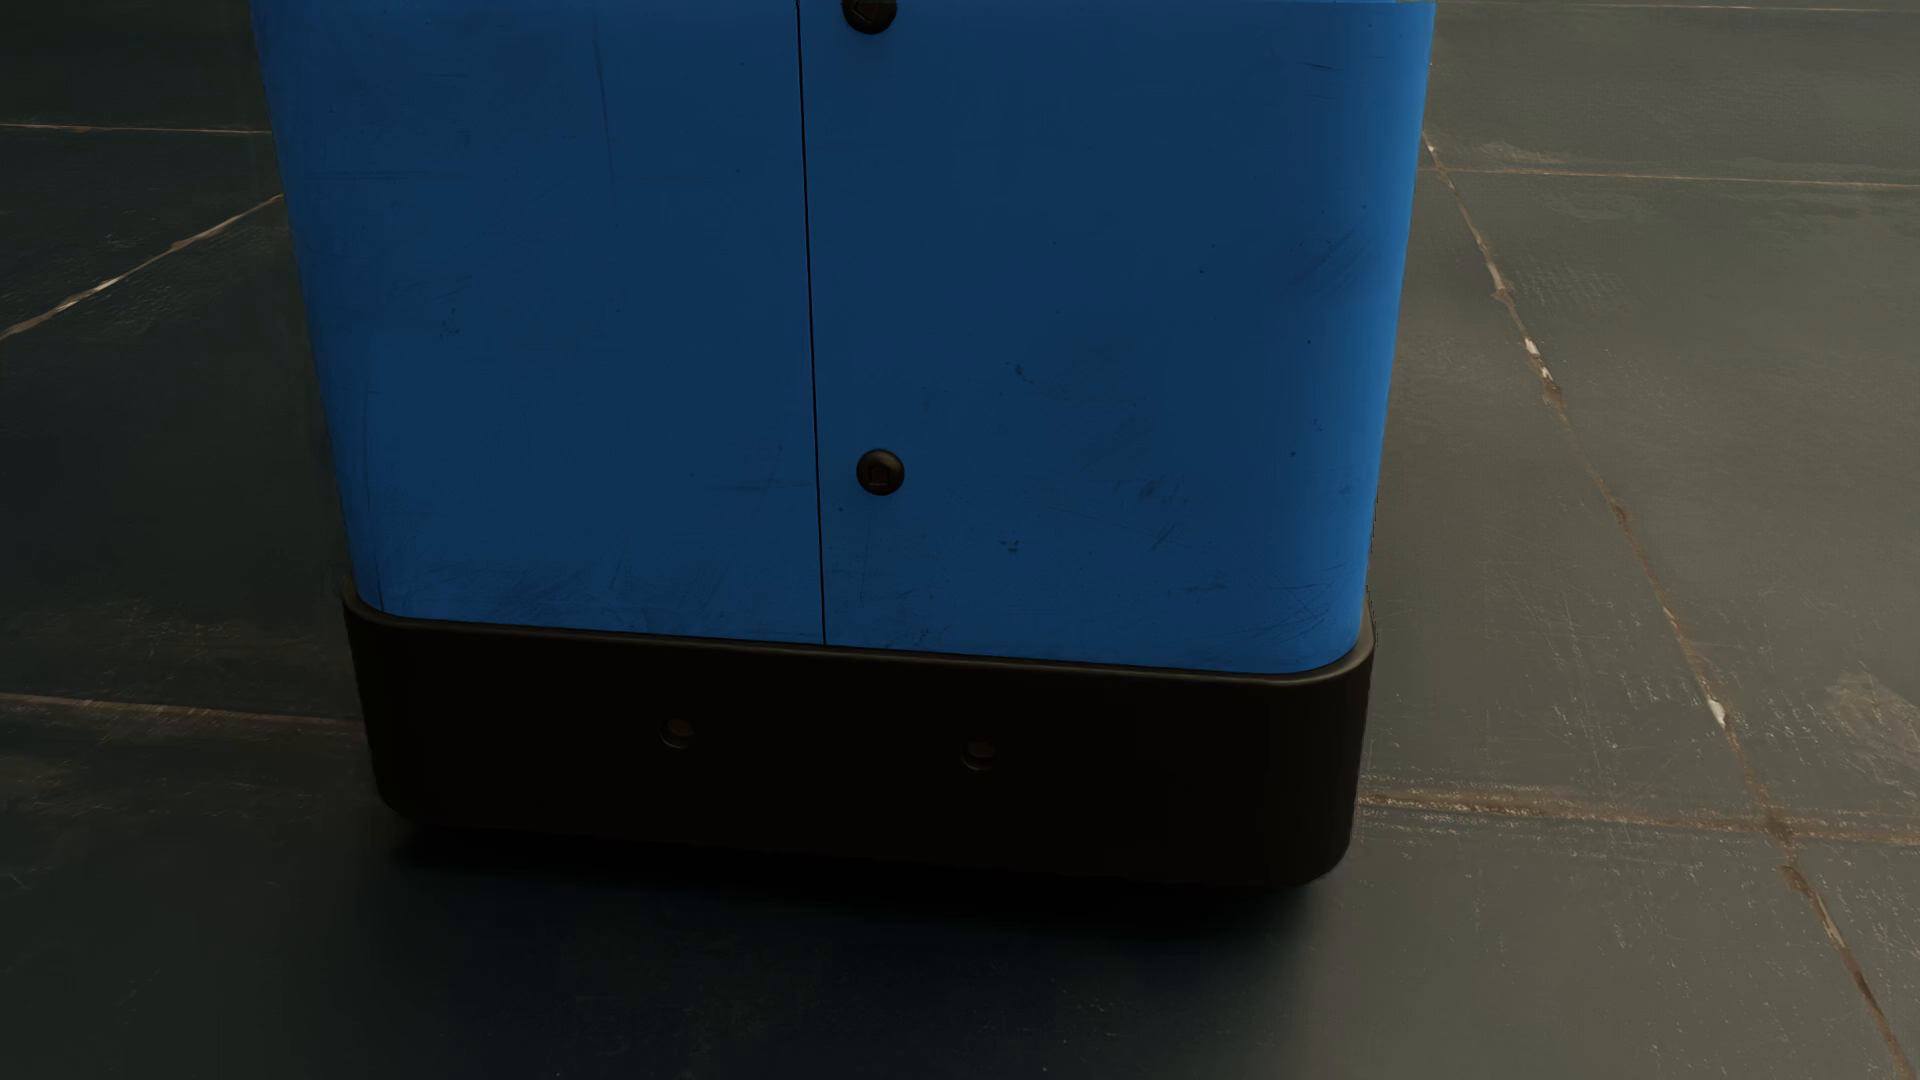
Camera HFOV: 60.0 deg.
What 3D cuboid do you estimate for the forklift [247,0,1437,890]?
[{"bbox_3d":[0.063,-1.595,2.414,1.130,2.935,3.031,3,27,7],"label":"forklift"}]
